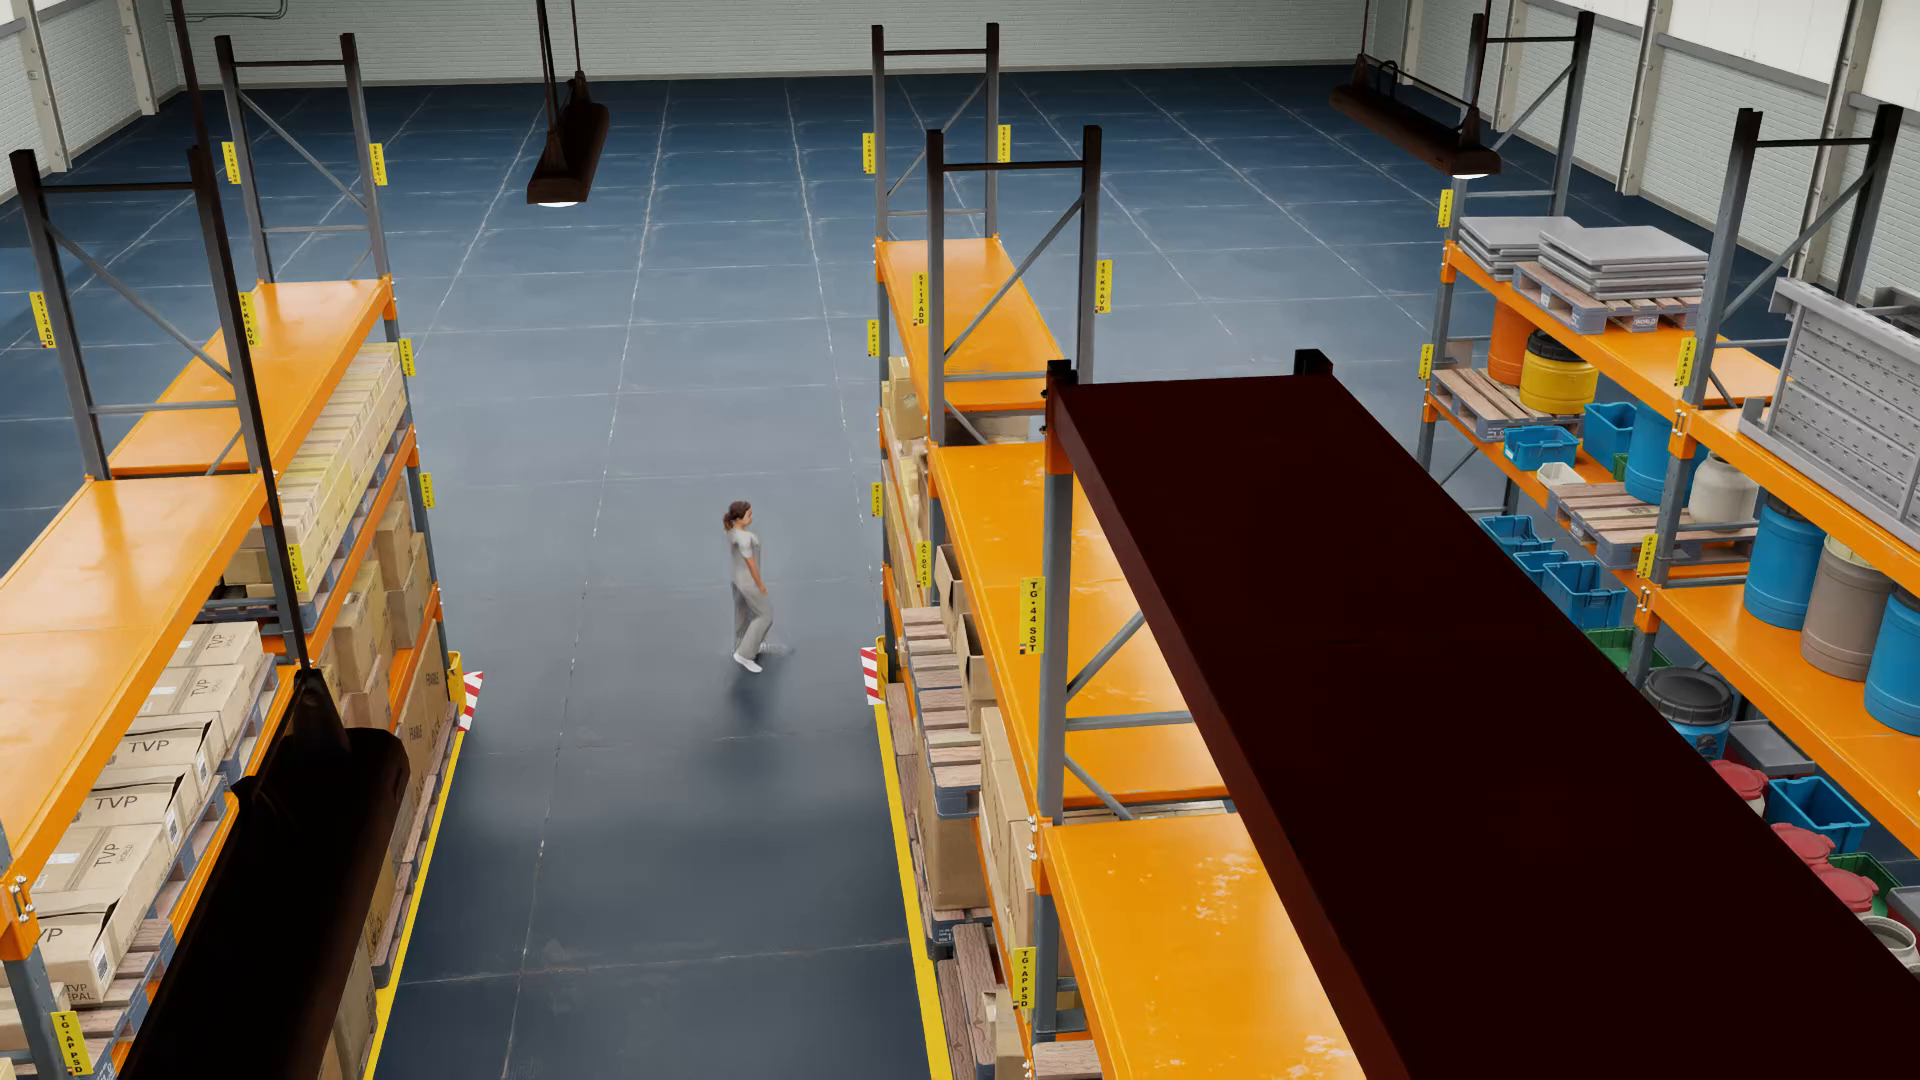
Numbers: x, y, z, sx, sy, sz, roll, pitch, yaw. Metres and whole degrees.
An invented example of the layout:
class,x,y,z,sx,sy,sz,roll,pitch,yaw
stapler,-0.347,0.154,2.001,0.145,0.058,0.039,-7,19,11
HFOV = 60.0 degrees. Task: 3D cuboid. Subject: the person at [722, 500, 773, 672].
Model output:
class,x,y,z,sx,sy,sz,roll,pitch,yaw
person,-2.027,0.415,15.675,0.402,1.689,0.490,-13,28,-24
